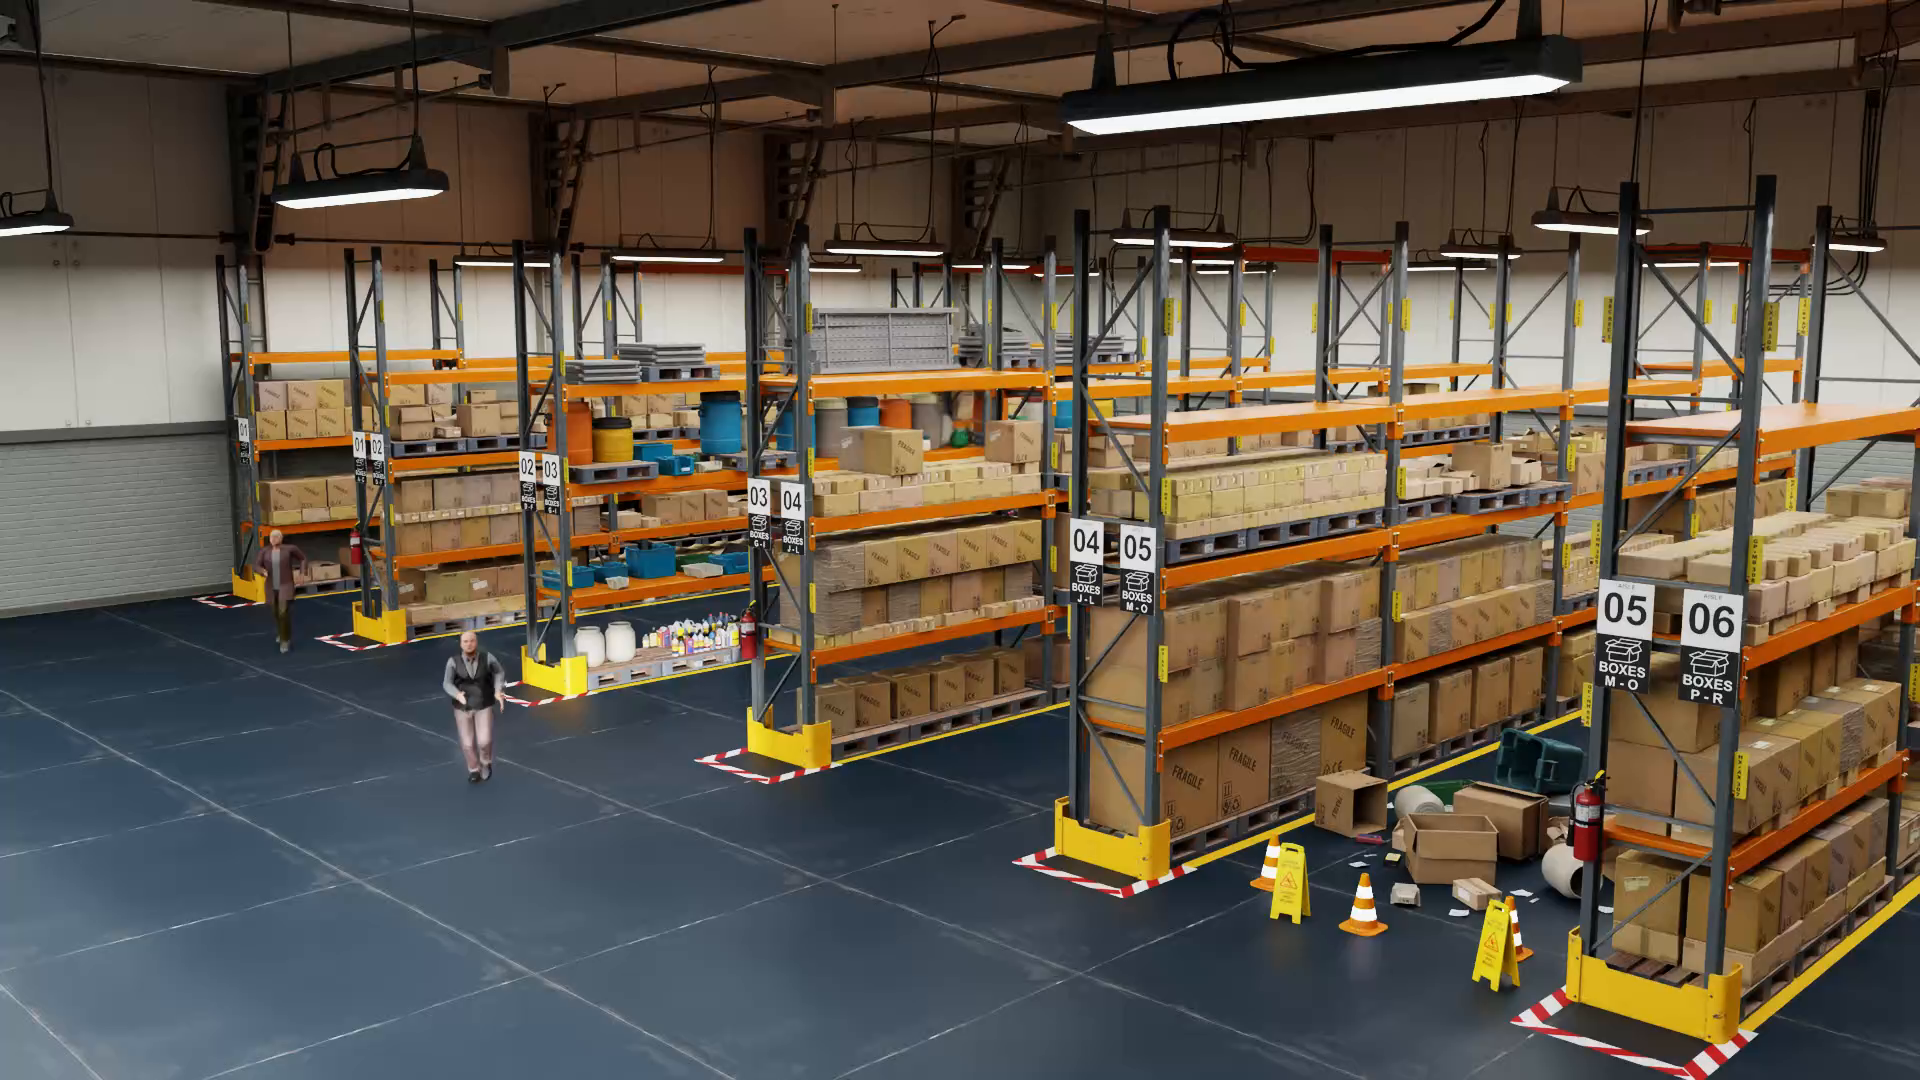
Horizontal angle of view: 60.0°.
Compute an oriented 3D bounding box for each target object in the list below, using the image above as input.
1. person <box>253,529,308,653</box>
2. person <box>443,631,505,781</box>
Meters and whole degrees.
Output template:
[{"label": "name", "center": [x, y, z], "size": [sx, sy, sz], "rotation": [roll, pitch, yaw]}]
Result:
[{"label": "person", "center": [-10.225, 0.756, 25.056], "size": [0.739, 1.865, 0.850], "rotation": [0, 8, -3]}, {"label": "person", "center": [-5.203, 1.808, 17.824], "size": [0.632, 1.678, 0.719], "rotation": [-2, 8, -13]}]
